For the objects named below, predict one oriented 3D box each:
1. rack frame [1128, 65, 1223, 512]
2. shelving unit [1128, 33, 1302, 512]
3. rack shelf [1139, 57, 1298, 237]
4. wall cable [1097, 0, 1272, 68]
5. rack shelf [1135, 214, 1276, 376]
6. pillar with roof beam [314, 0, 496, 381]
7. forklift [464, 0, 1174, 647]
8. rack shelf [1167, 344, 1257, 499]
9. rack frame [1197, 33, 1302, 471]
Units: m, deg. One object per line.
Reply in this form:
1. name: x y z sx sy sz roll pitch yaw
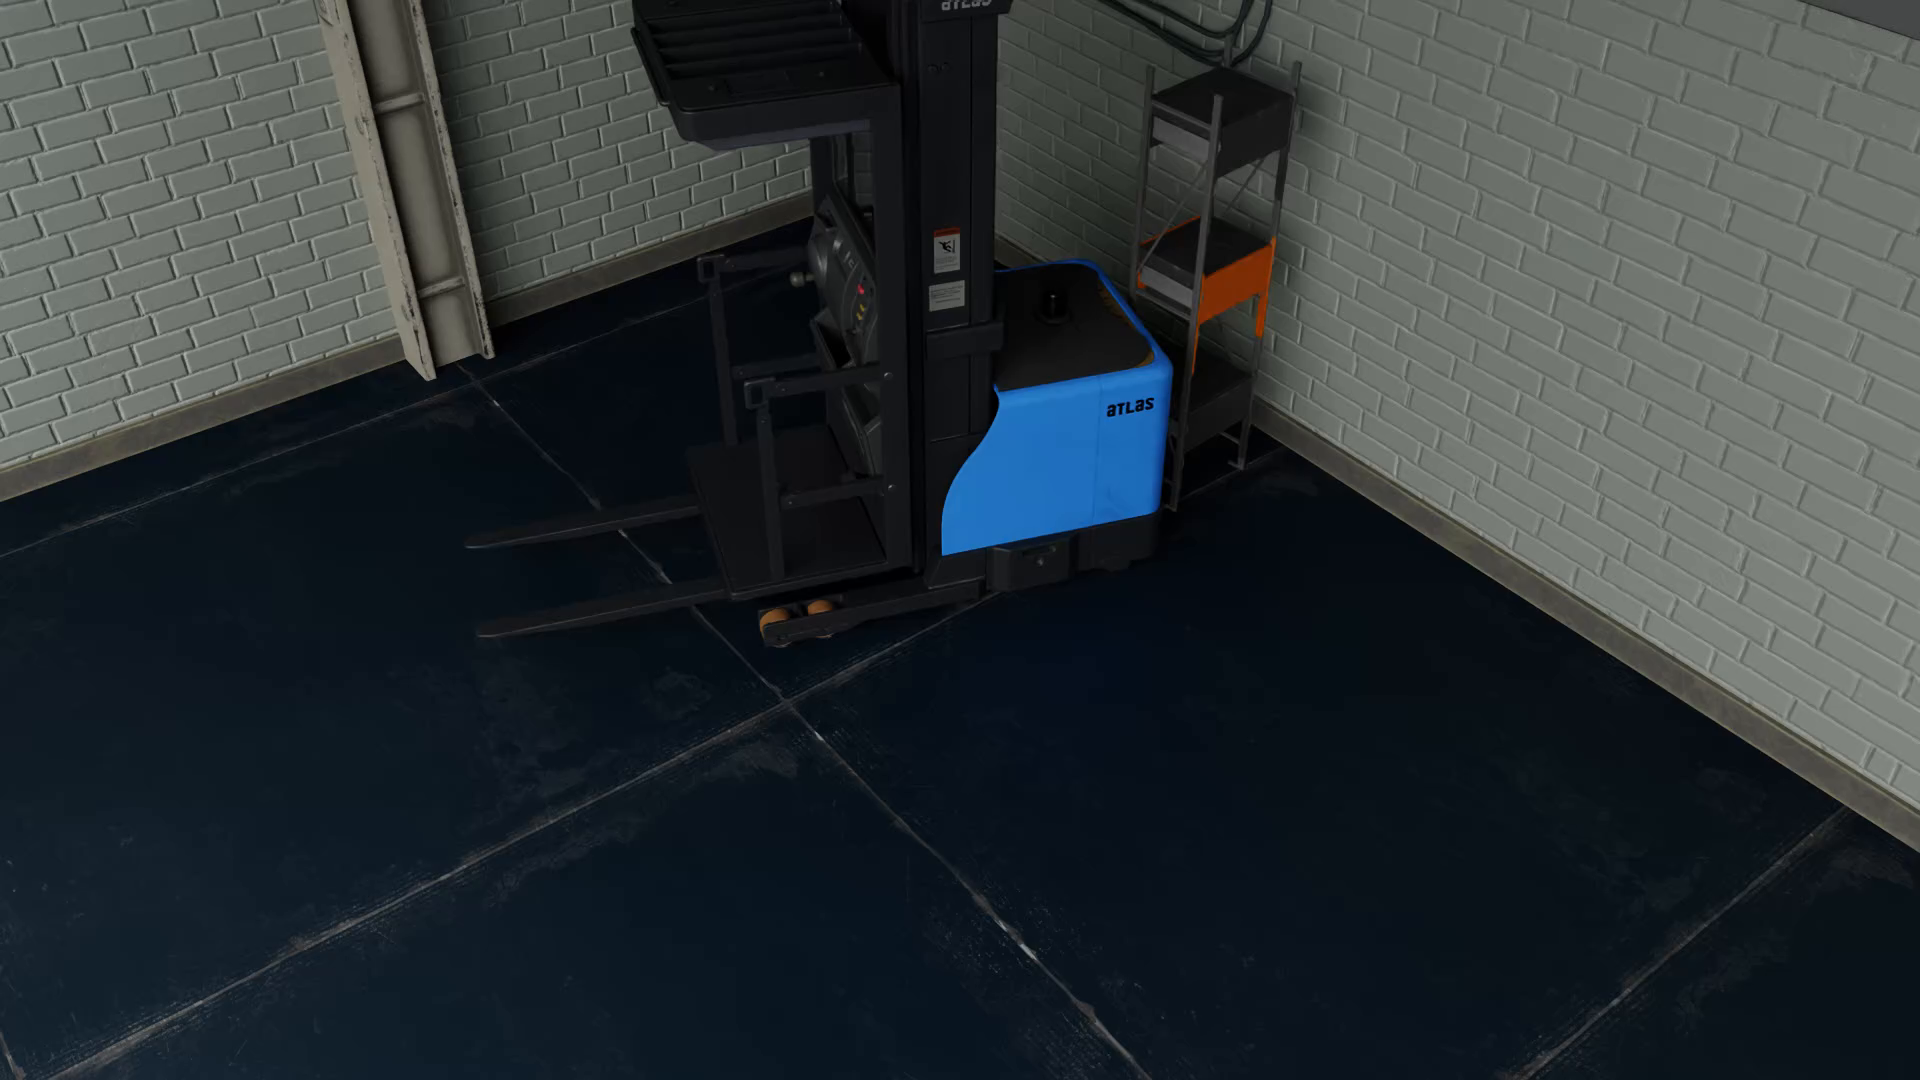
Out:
1. rack frame: 0.898 -1.038 7.357 0.015 2.100 0.400 -30 48 -31
2. shelving unit: 1.079 -1.142 7.483 0.503 2.100 0.431 -30 48 -31
3. rack shelf: 1.083 -1.670 7.045 0.480 0.518 0.431 -30 48 -31
4. wall cable: 0.394 -3.744 7.667 0.112 2.526 3.097 -26 46 -28
5. rack shelf: 1.079 -1.131 7.492 0.480 0.518 0.431 -30 48 -31
6. pillar with roof beam: -0.124 -2.306 3.466 0.400 9.000 9.100 -26 46 -28
7. forklift: -0.661 -1.047 6.716 3.031 2.935 1.130 -11 41 -13
8. rack shelf: 1.076 -0.593 7.939 0.480 0.518 0.431 -30 48 -31
9. rack frame: 1.261 -1.245 7.609 0.015 2.100 0.400 -30 48 -31
